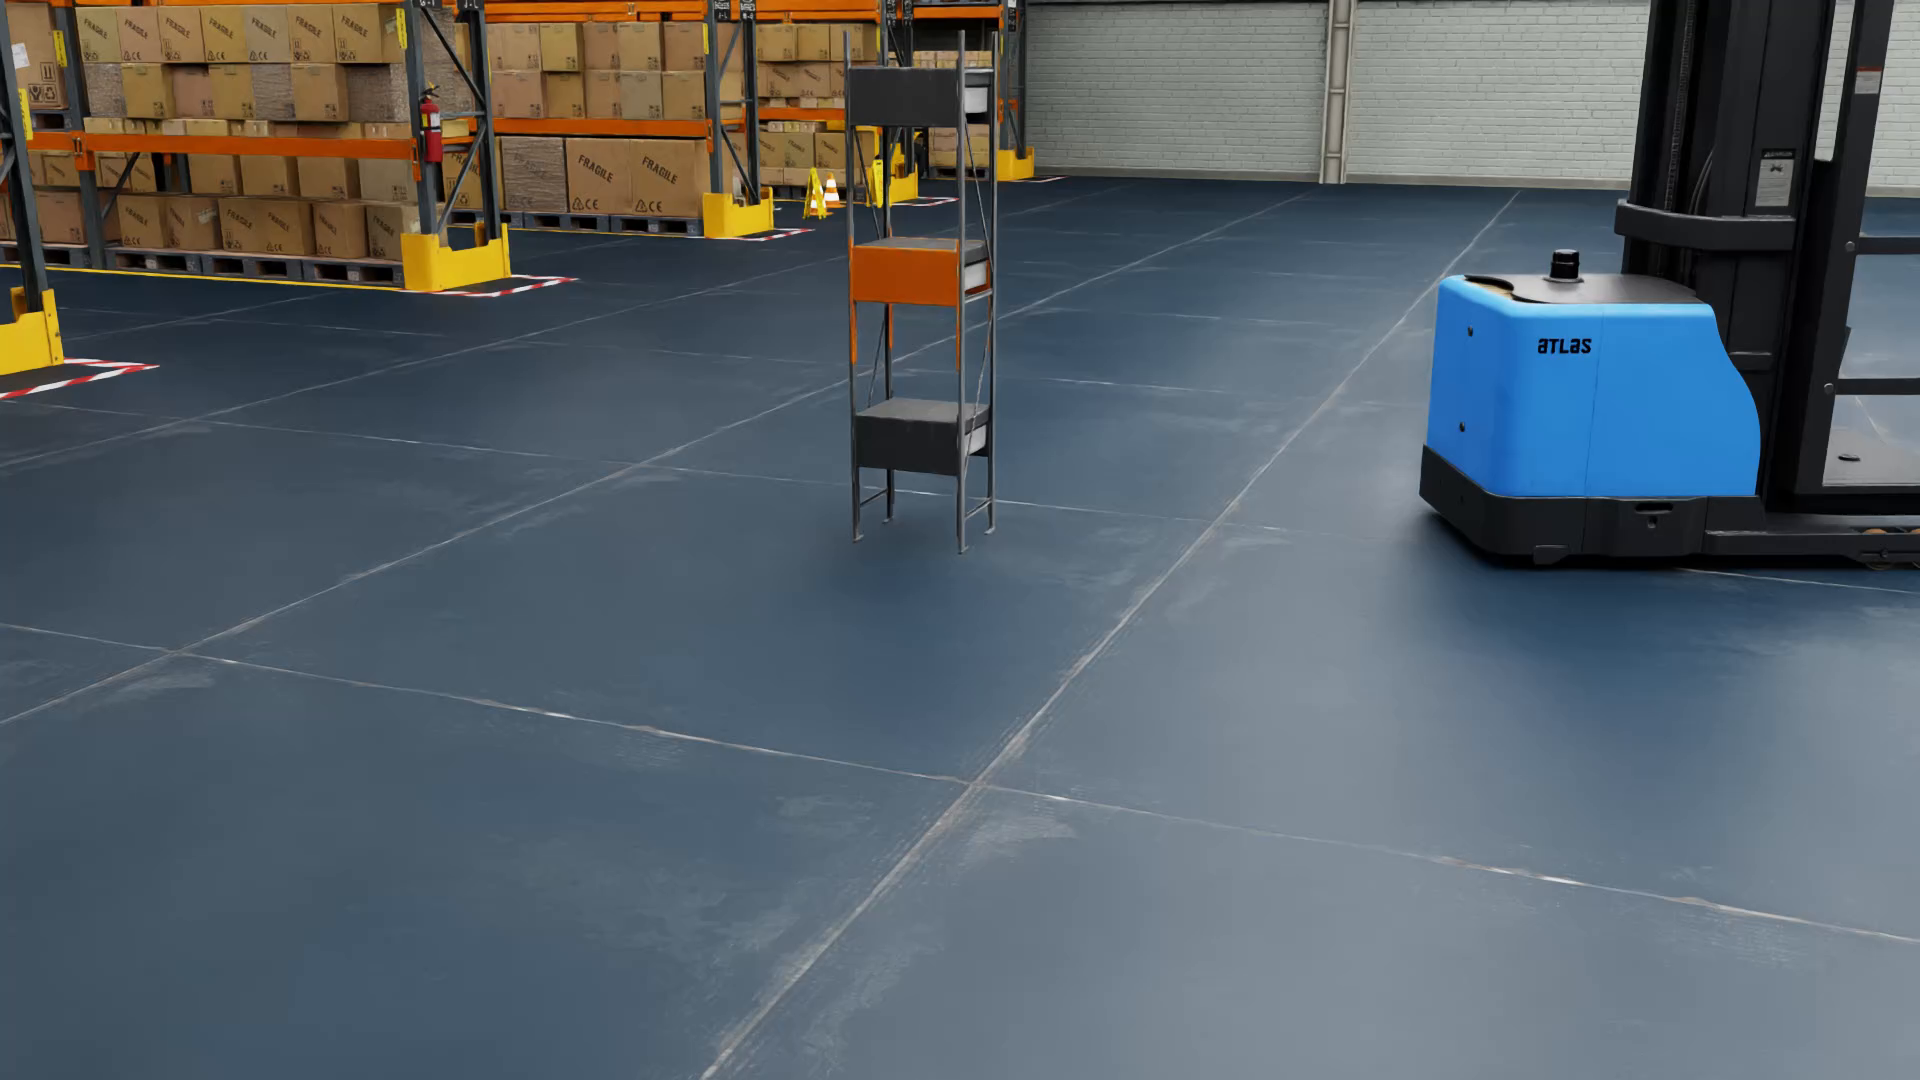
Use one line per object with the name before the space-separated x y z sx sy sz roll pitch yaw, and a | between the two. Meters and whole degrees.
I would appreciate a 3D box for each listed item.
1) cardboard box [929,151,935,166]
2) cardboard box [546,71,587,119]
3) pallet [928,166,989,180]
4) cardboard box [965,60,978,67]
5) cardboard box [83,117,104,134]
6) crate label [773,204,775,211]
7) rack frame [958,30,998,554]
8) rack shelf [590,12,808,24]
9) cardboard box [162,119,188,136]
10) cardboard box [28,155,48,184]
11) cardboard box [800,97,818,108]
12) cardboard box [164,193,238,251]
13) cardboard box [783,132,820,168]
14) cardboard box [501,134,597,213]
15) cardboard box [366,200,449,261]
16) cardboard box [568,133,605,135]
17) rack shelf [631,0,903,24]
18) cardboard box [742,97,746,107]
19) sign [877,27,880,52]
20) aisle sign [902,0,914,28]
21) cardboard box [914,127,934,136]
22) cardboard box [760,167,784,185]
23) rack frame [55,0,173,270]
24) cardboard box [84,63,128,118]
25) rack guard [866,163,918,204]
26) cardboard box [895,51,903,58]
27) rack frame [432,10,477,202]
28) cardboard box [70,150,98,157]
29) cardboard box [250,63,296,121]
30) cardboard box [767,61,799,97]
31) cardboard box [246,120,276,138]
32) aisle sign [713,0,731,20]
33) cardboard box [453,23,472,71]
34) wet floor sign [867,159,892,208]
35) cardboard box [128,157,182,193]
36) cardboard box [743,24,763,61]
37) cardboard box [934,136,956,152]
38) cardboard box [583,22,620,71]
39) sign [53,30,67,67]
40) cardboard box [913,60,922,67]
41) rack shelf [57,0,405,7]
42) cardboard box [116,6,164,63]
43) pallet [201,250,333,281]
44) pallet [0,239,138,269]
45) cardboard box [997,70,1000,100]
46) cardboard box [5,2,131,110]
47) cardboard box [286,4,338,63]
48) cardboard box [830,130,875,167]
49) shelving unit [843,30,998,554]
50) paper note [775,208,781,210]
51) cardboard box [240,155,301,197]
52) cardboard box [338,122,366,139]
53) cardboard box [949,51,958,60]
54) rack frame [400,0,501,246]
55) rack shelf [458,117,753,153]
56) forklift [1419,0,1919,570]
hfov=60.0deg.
cardboard box | -0.567 -6.617 28.765 0.500 0.250 0.500 6 17 21
cardboard box | -4.497 -5.363 19.999 0.500 0.550 0.875 6 17 21
pallet | 0.180 -6.391 28.810 1.213 0.211 1.003 6 17 21
cardboard box | 0.233 -8.004 28.020 0.250 0.149 0.380 7 17 22
cardboard box | -8.178 -3.994 16.000 0.250 0.149 0.380 6 17 21
crate label | -2.629 -4.452 22.262 0.298 0.136 0.250 -2 16 -8
rack frame | 0.073 -1.000 6.853 0.015 2.100 0.400 6 17 21
rack shelf | -4.674 -9.372 29.986 4.000 0.370 1.077 6 17 21
cardboard box | -7.254 -3.887 15.633 0.250 0.149 0.380 6 17 21
cardboard box | -12.713 -5.112 23.132 0.500 0.500 0.500 7 18 23
cardboard box | -2.095 -6.285 23.892 0.250 0.149 0.380 7 17 22
cardboard box | -7.375 -3.108 16.228 0.500 0.500 0.500 13 21 38
cardboard box | -2.238 -5.683 24.204 0.500 0.500 0.500 7 18 23
cardboard box | -4.955 -4.498 20.344 0.875 0.875 0.875 6 17 21
cardboard box | -5.122 -2.874 15.425 0.500 0.500 0.500 10 19 31
cardboard box | -7.007 -7.470 31.255 0.500 0.500 0.500 7 18 22
rack shelf | -2.771 -7.675 24.140 4.000 0.370 1.077 6 17 21
cardboard box | -3.025 -6.397 24.278 0.250 0.149 0.380 6 17 20
sign | -1.133 -6.941 23.059 0.005 0.325 0.100 6 17 21
aisle sign | -0.739 -7.698 23.646 0.004 0.787 0.394 6 17 21
cardboard box | -0.586 -7.090 28.602 0.500 0.250 0.500 7 17 21
cardboard box | -2.729 -5.376 24.492 0.500 0.250 0.500 6 17 19
rack frame | -8.268 -4.214 16.310 0.127 3.000 1.000 6 17 21
cardboard box | -7.872 -4.343 16.040 0.500 0.500 0.875 6 17 21
rack guard | -0.981 -5.183 24.129 0.348 0.500 1.175 6 17 21
cardboard box | -0.932 -8.303 28.517 0.250 0.149 0.380 7 17 21
rack frame | -6.354 -5.490 20.705 0.127 3.000 1.000 6 17 21
cardboard box | -11.748 -5.368 22.668 0.500 0.250 0.500 7 17 22
cardboard box | -6.007 -4.142 15.347 0.500 0.500 0.875 6 17 21
cardboard box | -2.445 -6.655 24.003 0.500 0.500 0.500 6 17 20
cardboard box | -6.322 -3.786 15.286 0.250 0.149 0.380 6 17 21
aisle sign | -2.677 -6.244 18.640 0.004 0.787 0.394 6 17 21
cardboard box | -6.023 -6.034 20.373 0.550 0.550 0.875 6 17 21
wet floor sign | -1.127 -4.948 23.059 0.232 0.644 0.267 14 21 40
cardboard box | -10.783 -4.900 22.403 0.500 0.500 0.500 6 17 20
cardboard box | -2.859 -7.208 24.116 0.500 0.500 0.700 6 17 20
cardboard box | -0.123 -6.807 28.523 0.500 0.250 0.500 6 17 20
cardboard box | -3.980 -5.845 19.720 0.550 0.550 0.875 6 17 21
sign | -8.468 -4.626 15.651 0.005 0.325 0.100 6 17 21
cardboard box | -0.720 -8.110 28.387 0.250 0.149 0.380 6 17 21
rack shelf | -6.407 -5.105 15.287 4.000 0.370 1.077 6 17 21
cardboard box | -7.477 -4.723 15.554 0.500 0.500 0.500 6 17 21
pallet | -6.491 -2.691 16.065 1.213 0.211 1.003 6 17 21
pallet | -8.993 -2.954 16.971 1.213 0.211 1.003 6 17 21
cardboard box | 0.353 -7.693 28.114 0.500 0.500 0.500 6 17 19
cardboard box | -8.956 -4.822 16.573 1.000 1.000 1.000 6 17 21
cardboard box | -5.616 -4.518 14.849 0.500 0.500 0.500 6 17 21
cardboard box | -1.582 -5.773 24.513 0.500 0.500 0.500 6 17 19
shelving unit | -0.154 -1.025 6.939 0.503 2.100 0.431 6 17 21
paper note | -2.520 -4.530 22.722 0.142 0.019 0.148 0 16 1
cardboard box | -8.727 -4.847 21.770 0.750 0.750 1.050 7 17 21
cardboard box | -5.371 -3.698 14.982 0.250 0.149 0.380 6 17 21
cardboard box | 0.002 -8.184 28.108 0.250 0.149 0.380 7 17 22
rack frame | -4.547 -3.805 14.900 0.127 3.000 1.000 6 17 21
rack shelf | -4.493 -4.940 20.101 4.000 0.370 1.077 6 17 21
forklift | 3.629 -1.433 6.853 3.031 2.935 1.130 0 16 -1
